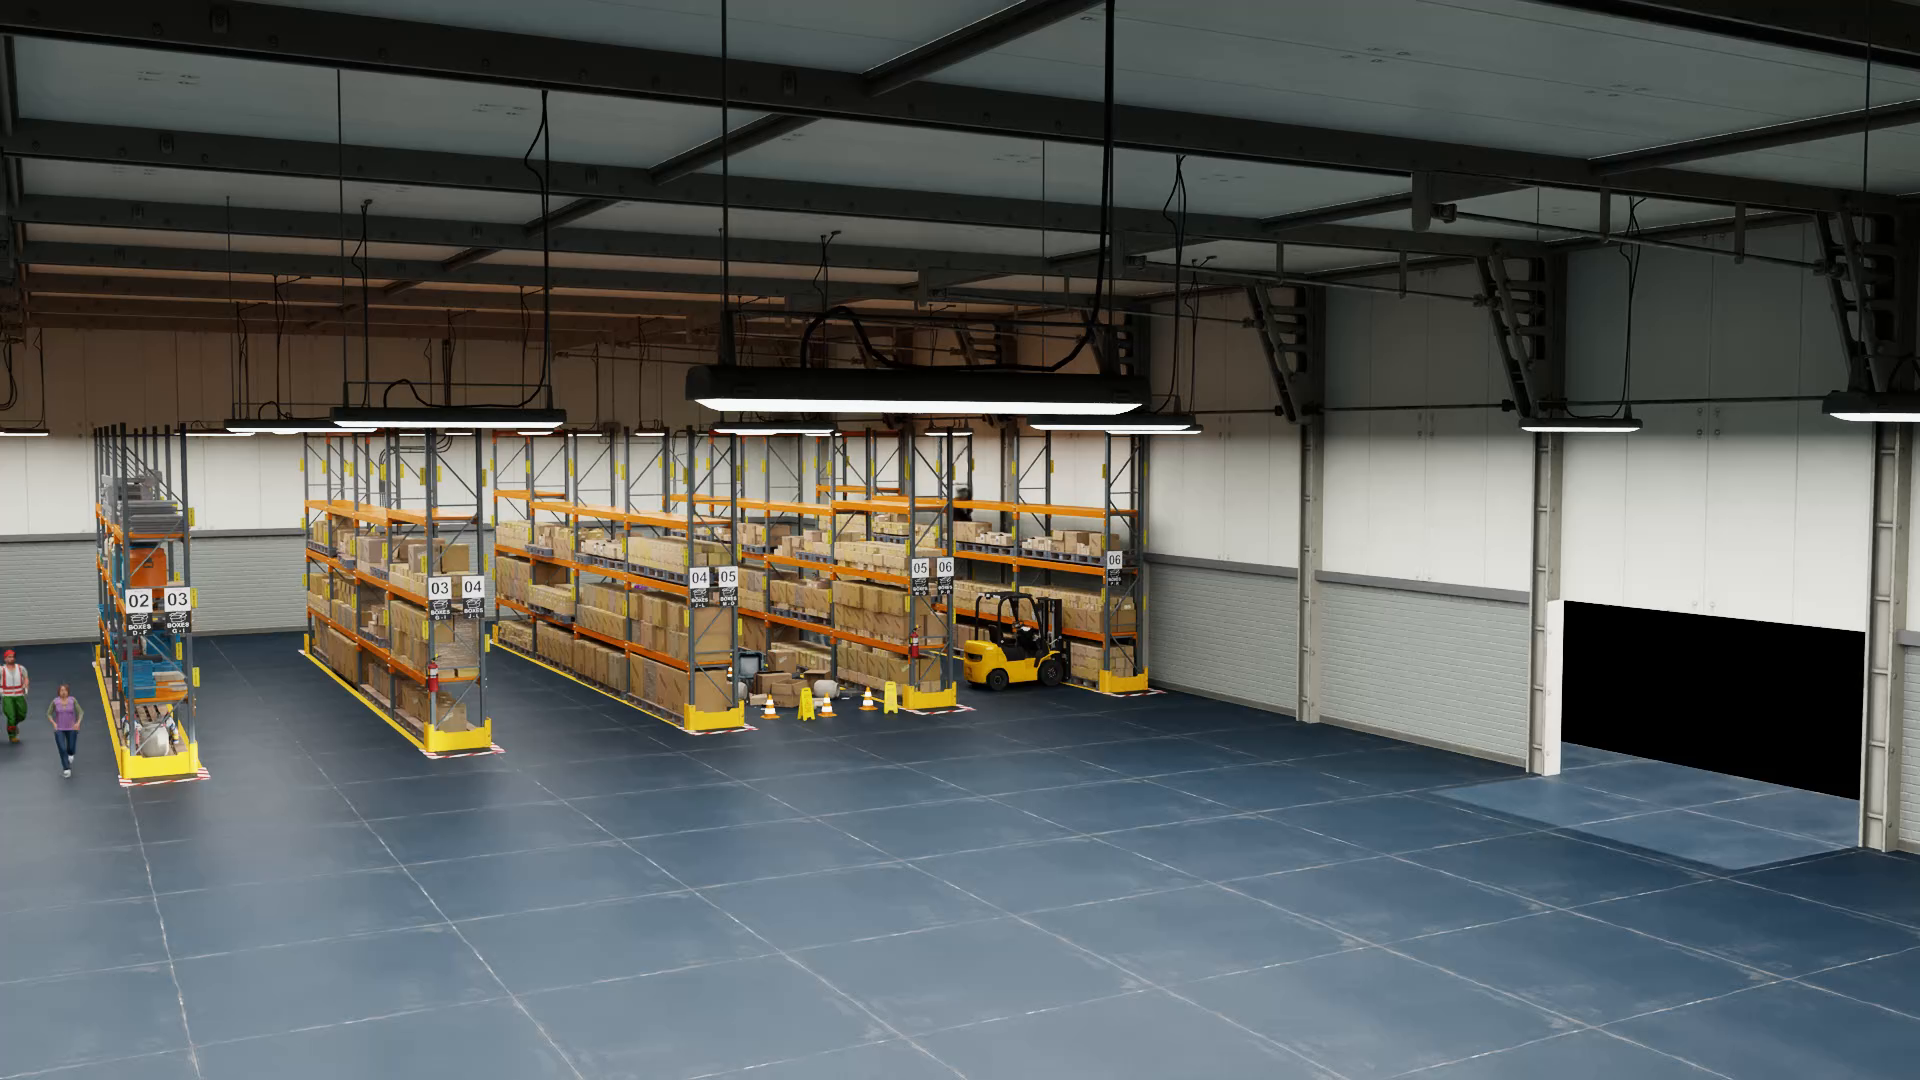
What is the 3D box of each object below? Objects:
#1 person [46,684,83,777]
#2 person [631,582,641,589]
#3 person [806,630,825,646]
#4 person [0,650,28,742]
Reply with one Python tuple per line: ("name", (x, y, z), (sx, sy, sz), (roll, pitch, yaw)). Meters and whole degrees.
("person", (-15.289, 3.234, 28.408), (0.563, 1.570, 0.578), (-2, 4, -29))
("person", (-9.805, 1.837, 49.972), (0.589, 1.722, 0.686), (-2, 4, -33))
("person", (-3.889, 2.162, 44.862), (0.549, 1.714, 0.728), (-2, 4, -35))
("person", (-17.930, 2.949, 31.432), (0.588, 1.737, 0.653), (3, 5, 45))
